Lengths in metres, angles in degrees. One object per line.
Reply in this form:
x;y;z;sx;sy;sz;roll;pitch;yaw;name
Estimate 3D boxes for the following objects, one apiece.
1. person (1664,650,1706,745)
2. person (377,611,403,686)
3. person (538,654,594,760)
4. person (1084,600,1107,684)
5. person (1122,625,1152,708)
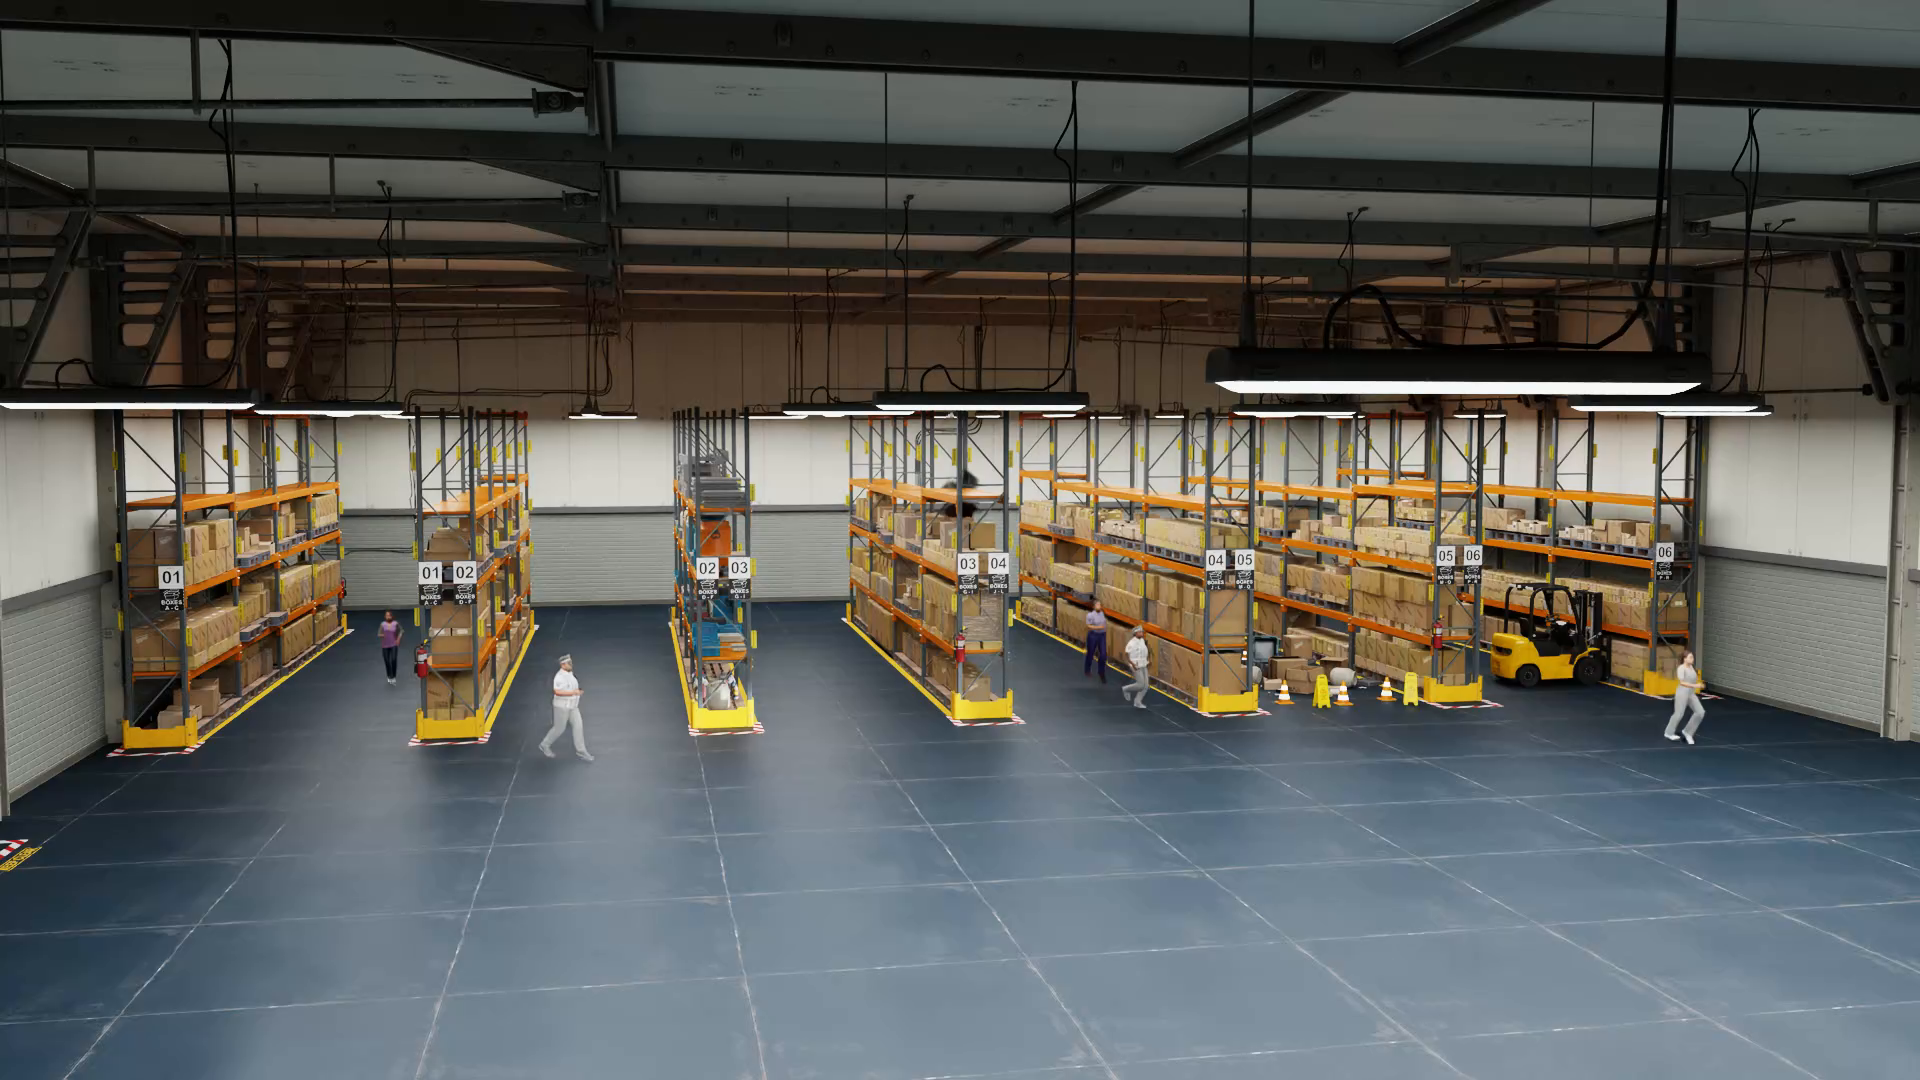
12.902;2.812;29.543;0.527;1.637;0.783;-2;5;-30;person
-12.400;2.354;36.180;0.514;1.631;0.653;-1;4;-13;person
-6.676;2.823;28.081;0.949;1.805;0.659;1;4;16;person
2.897;2.159;35.155;0.597;1.782;0.715;-2;5;-30;person
3.536;2.507;33.085;0.562;1.660;0.581;4;6;44;person
